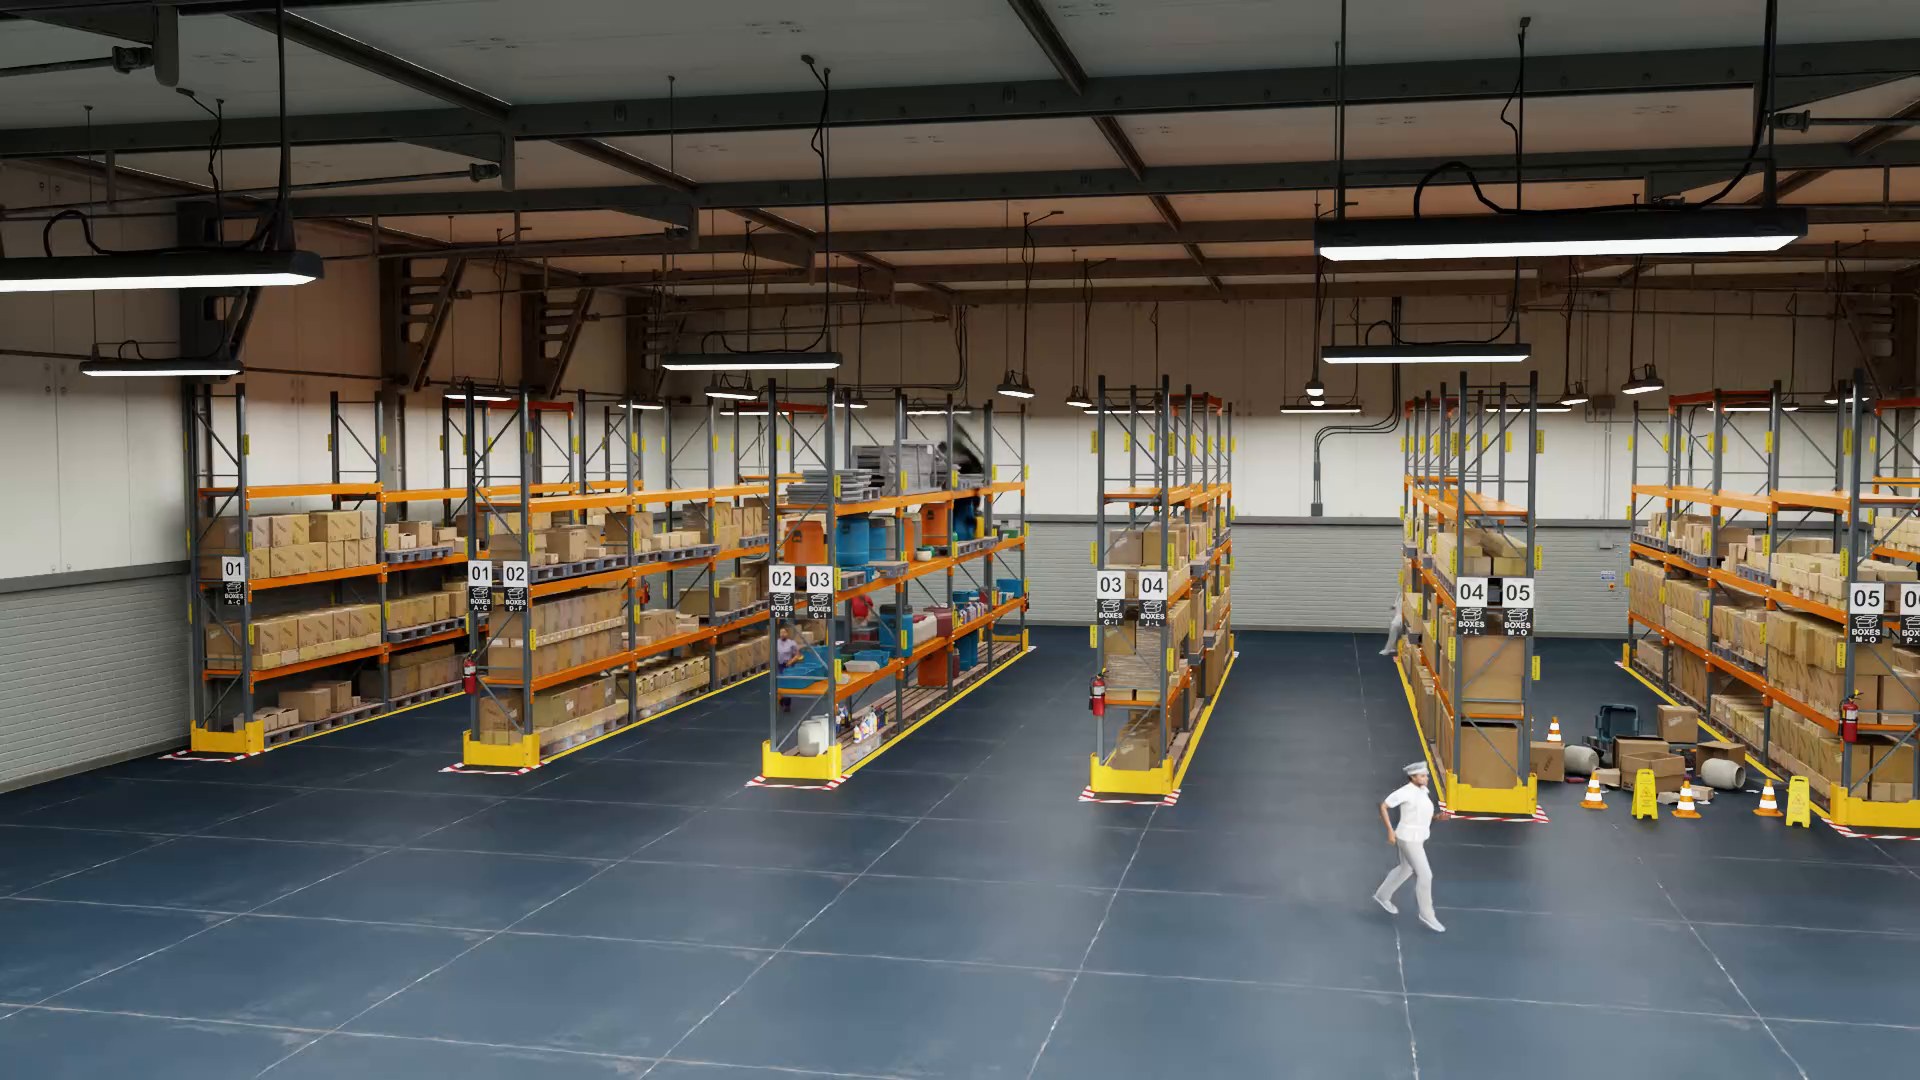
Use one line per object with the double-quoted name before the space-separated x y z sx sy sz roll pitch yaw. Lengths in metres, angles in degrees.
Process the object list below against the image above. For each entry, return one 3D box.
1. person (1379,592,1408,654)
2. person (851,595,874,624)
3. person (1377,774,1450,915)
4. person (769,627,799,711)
"person" 10.527 1.973 39.649 1.003 1.533 0.716 0 3 -4
"person" -2.370 1.528 39.033 0.646 0.891 0.543 0 3 5
"person" 4.716 3.095 17.360 0.833 1.551 0.547 3 4 41
"person" -3.318 2.423 31.153 0.578 1.598 0.588 0 3 4
